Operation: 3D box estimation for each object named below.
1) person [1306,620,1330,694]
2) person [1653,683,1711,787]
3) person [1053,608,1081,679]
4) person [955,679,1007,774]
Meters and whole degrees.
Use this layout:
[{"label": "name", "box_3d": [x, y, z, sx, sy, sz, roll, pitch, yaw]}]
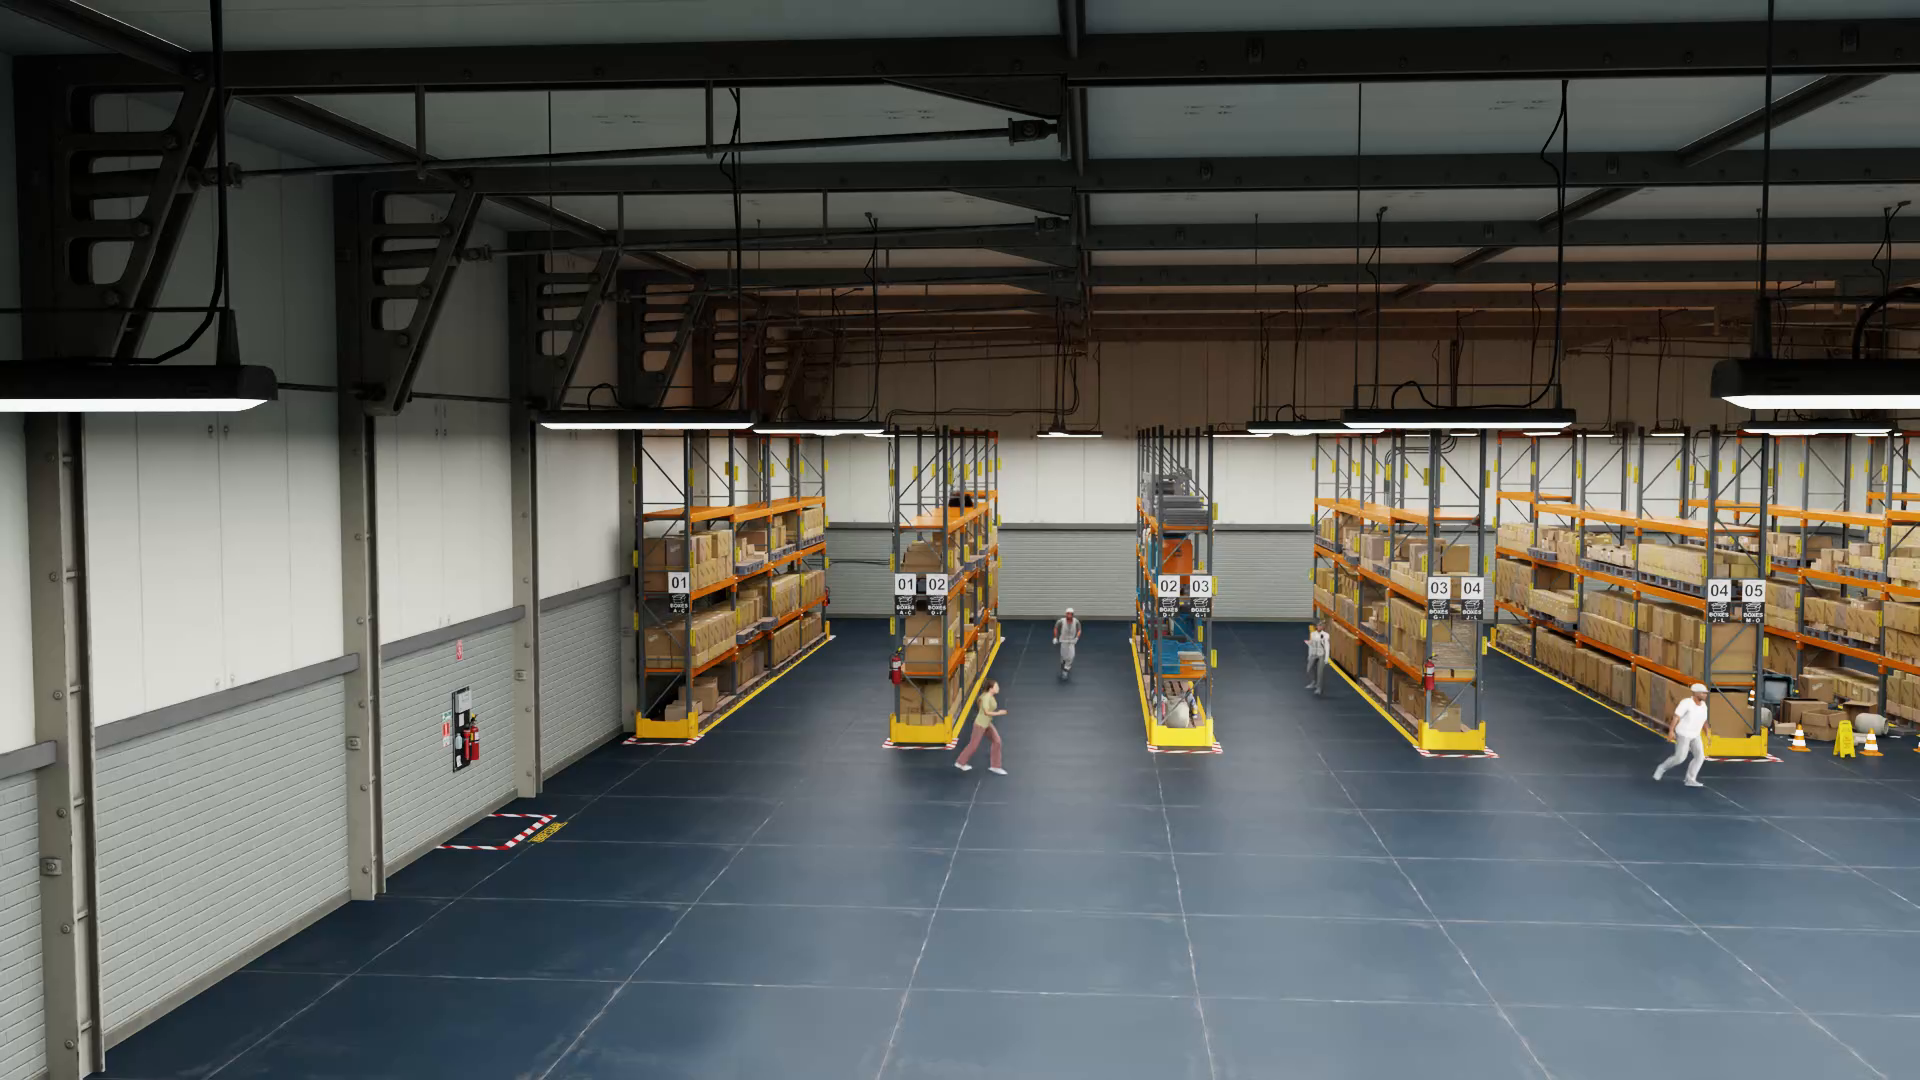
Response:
[{"label": "person", "box_3d": [8.093, 2.640, 37.618, 0.571, 1.697, 0.457, 2, 4, 36]}, {"label": "person", "box_3d": [11.977, 3.209, 27.554, 0.773, 1.708, 0.752, -2, 4, -31]}, {"label": "person", "box_3d": [2.583, 2.468, 39.945, 0.653, 1.718, 0.669, -1, 4, -12]}, {"label": "person", "box_3d": [0.369, 3.192, 28.458, 0.940, 1.640, 0.576, 1, 4, 19]}]
